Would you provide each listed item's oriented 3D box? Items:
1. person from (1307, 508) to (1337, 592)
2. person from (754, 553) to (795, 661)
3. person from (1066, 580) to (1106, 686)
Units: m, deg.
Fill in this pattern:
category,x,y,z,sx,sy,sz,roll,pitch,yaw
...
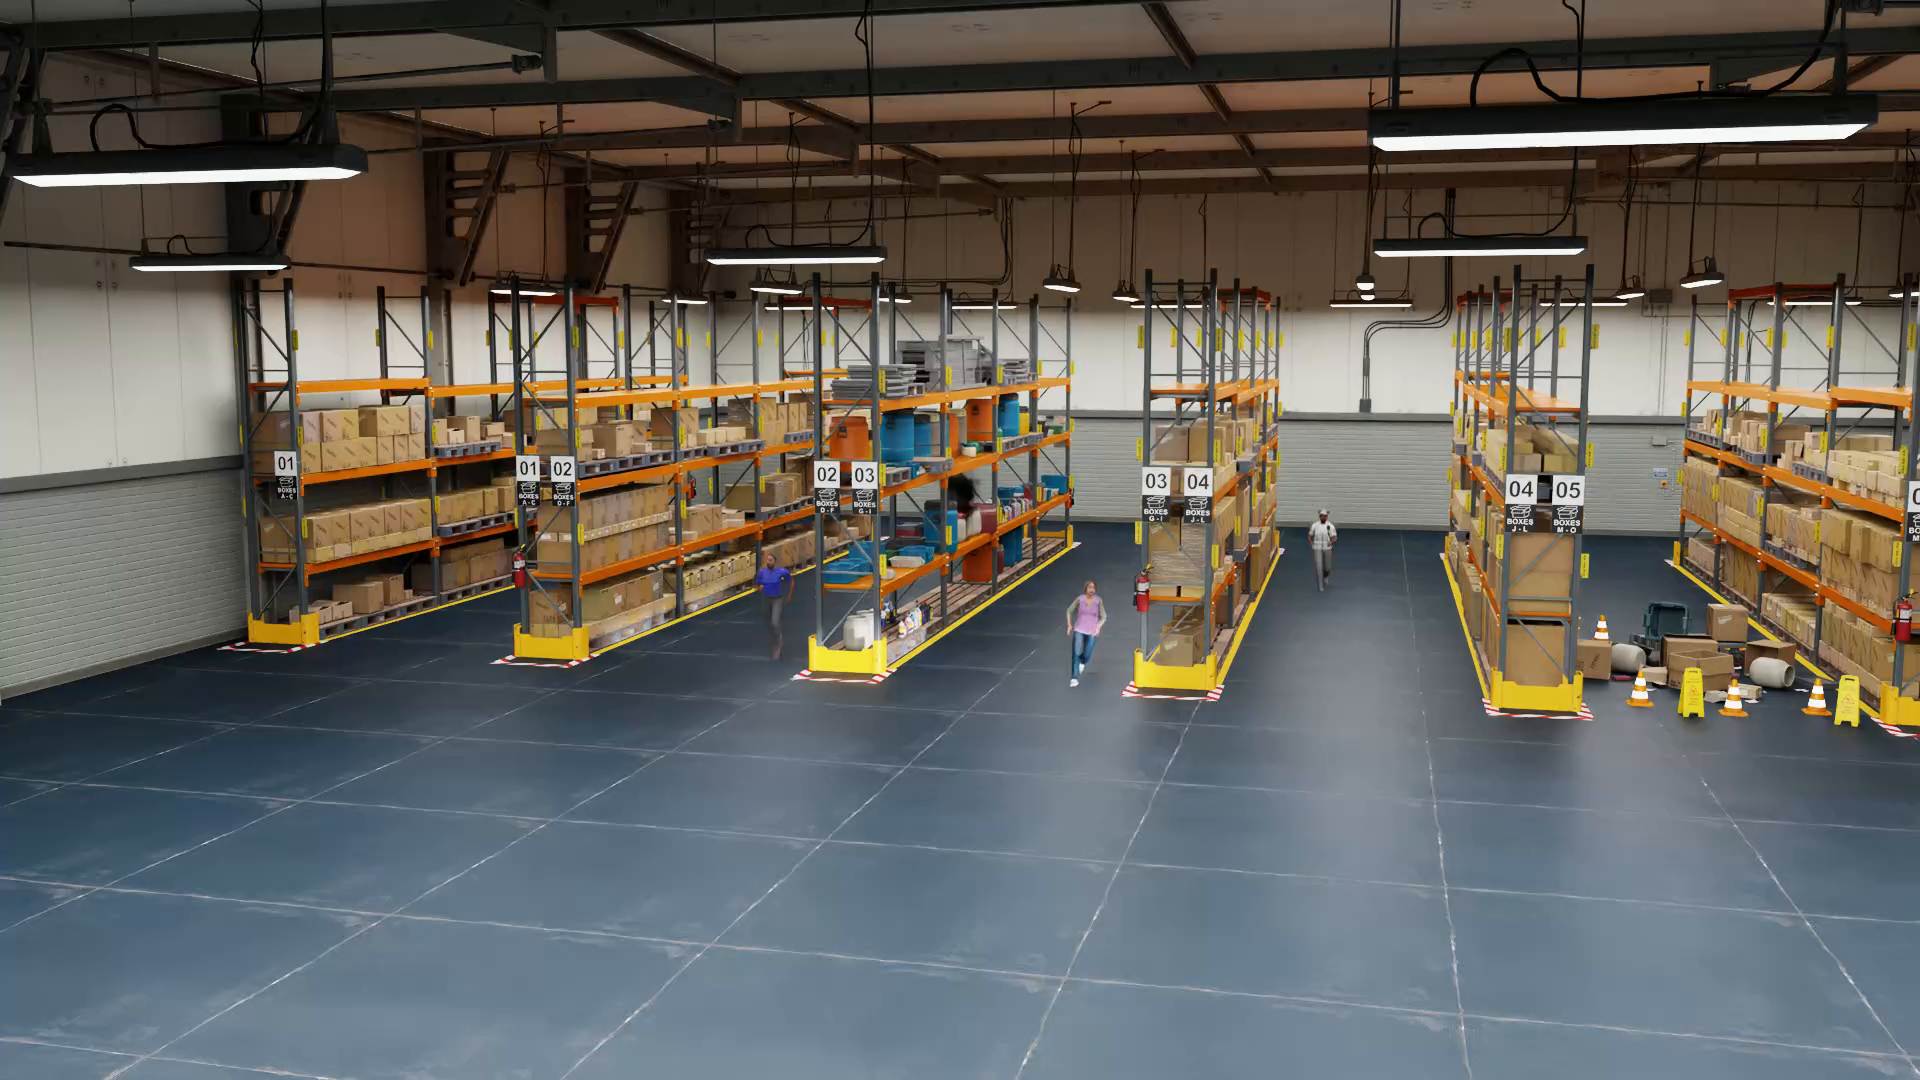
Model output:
category,x,y,z,sx,sy,sz,roll,pitch,yaw
person,7.258,0.185,33.365,0.580,1.650,0.701,1,7,11
person,-2.958,1.040,26.441,0.603,1.681,0.803,2,7,16
person,1.831,1.352,24.230,0.587,1.517,0.581,1,7,5
